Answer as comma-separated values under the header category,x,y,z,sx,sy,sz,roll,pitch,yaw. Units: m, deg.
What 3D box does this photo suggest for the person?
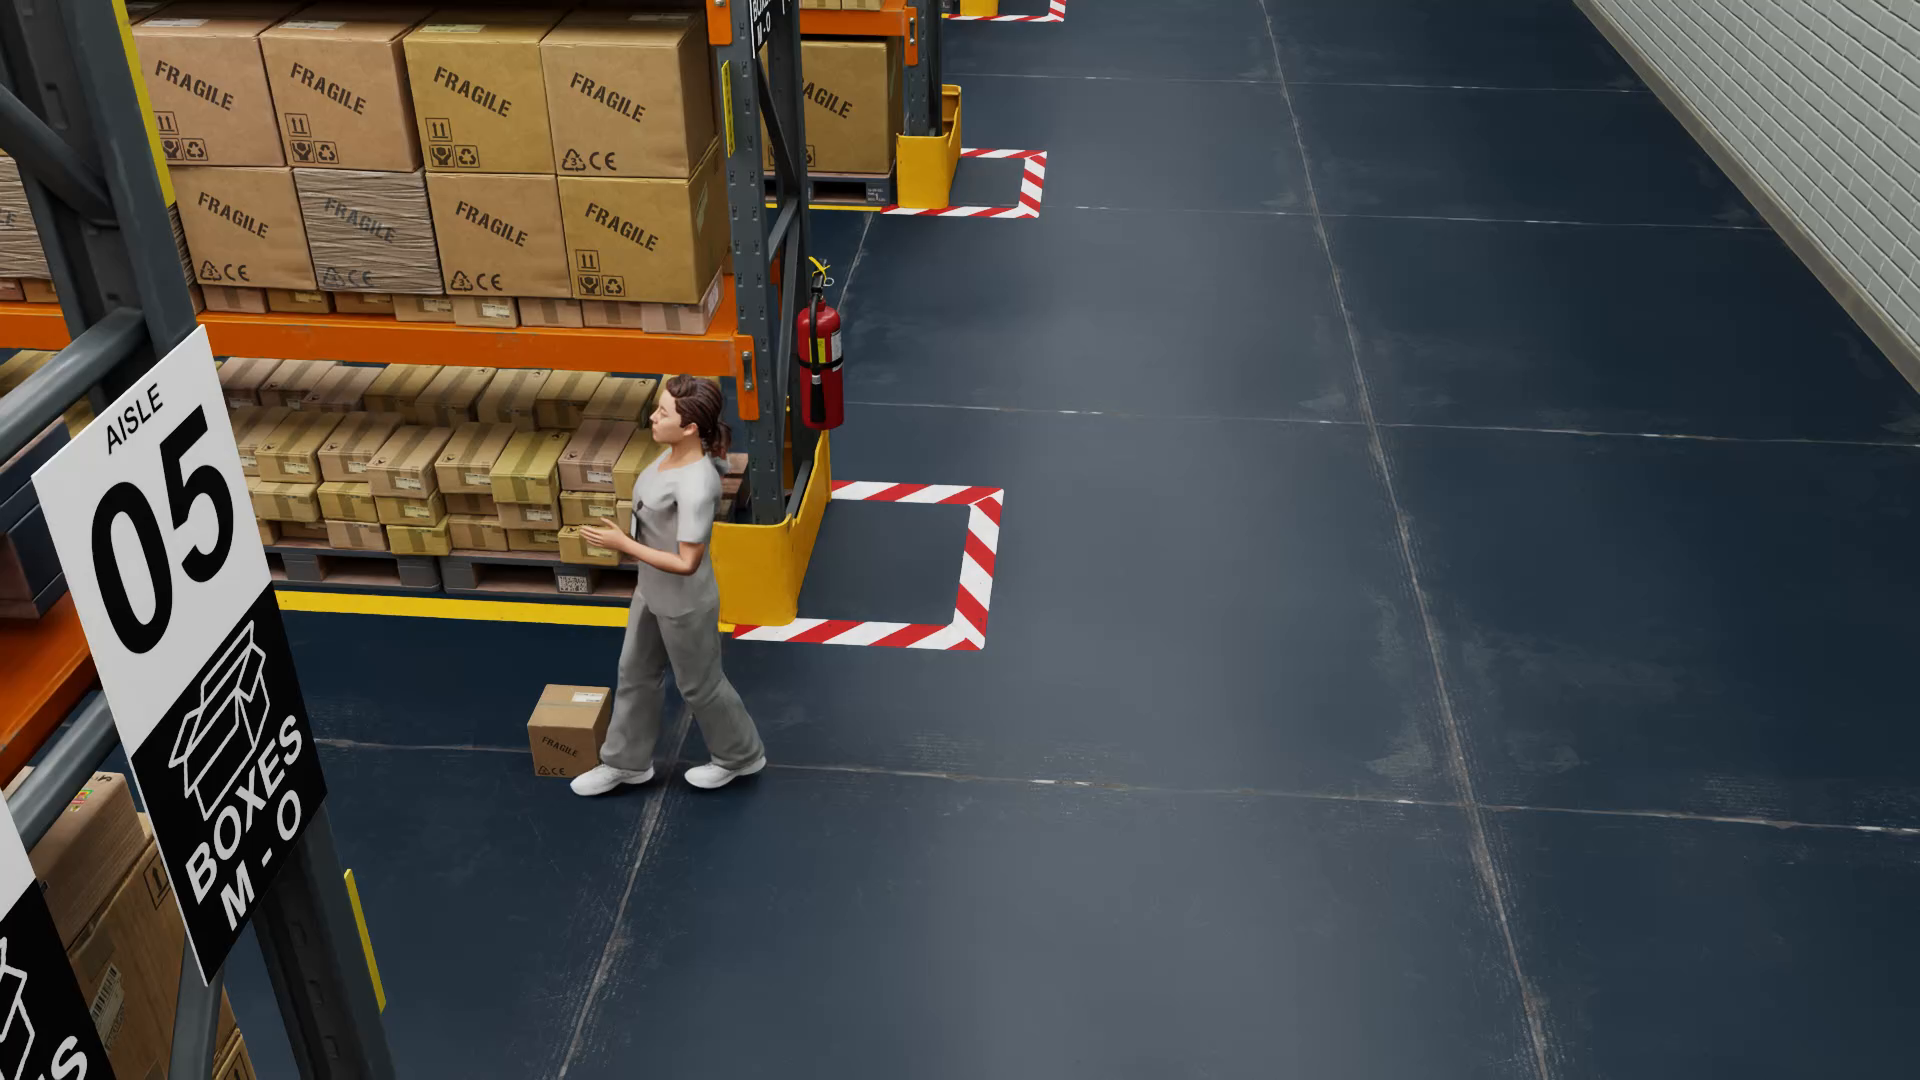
category,x,y,z,sx,sy,sz,roll,pitch,yaw
person,-1.080,0.206,5.774,0.718,1.655,0.595,-11,34,-17
